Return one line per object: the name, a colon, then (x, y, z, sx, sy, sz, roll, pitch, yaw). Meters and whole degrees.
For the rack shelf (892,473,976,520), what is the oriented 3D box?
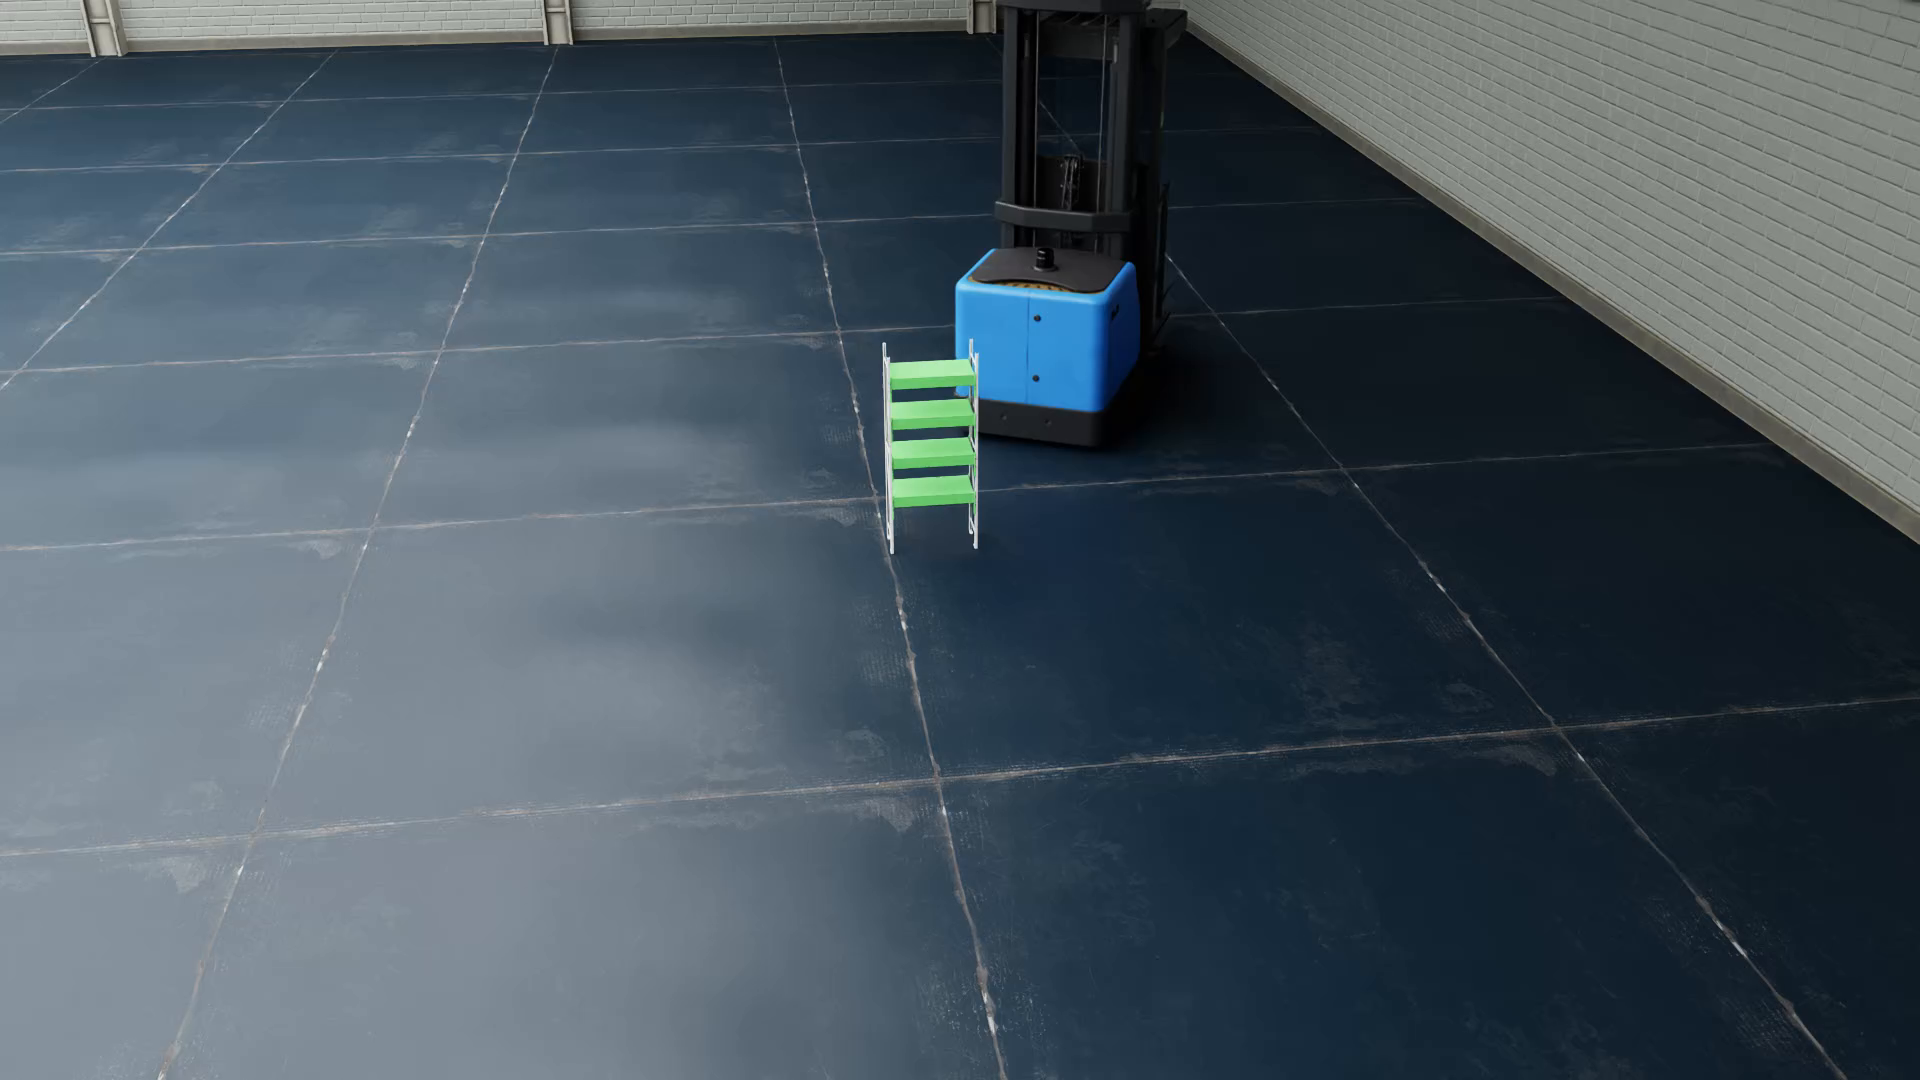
rack shelf: (-0.164, -0.253, 9.594, 0.480, 0.148, 0.258, -4, 27, -7)

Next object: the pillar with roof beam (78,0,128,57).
pillar with roof beam: (-10.970, -8.671, 16.793, 0.400, 9.000, 9.100, -4, 27, -7)

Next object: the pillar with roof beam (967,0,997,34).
pillar with roof beam: (0.913, -9.435, 18.280, 0.400, 9.000, 9.100, -4, 27, -7)

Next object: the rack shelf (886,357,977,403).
rack shelf: (-0.164, -0.894, 9.266, 0.480, 0.148, 0.258, -4, 27, -7)

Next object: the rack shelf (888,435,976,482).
rack shelf: (-0.164, -0.466, 9.485, 0.480, 0.148, 0.258, -4, 27, -7)

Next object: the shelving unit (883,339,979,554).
shelving unit: (-0.164, -0.523, 9.456, 0.503, 1.200, 0.258, -4, 27, -7)

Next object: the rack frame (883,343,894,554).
rack frame: (-0.406, -0.508, 9.425, 0.015, 1.200, 0.240, -4, 27, -7)

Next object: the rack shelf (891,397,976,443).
rack shelf: (-0.164, -0.680, 9.375, 0.480, 0.148, 0.258, -4, 27, -7)

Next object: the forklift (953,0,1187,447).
forklift: (0.896, -2.562, 11.532, 1.130, 2.935, 3.031, 8, 28, 16)

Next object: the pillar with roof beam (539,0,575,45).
pillar with roof beam: (-5.029, -9.053, 17.536, 0.400, 9.000, 9.100, -4, 27, -7)

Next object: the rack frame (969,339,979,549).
rack frame: (0.078, -0.539, 9.486, 0.015, 1.200, 0.240, -4, 27, -7)
